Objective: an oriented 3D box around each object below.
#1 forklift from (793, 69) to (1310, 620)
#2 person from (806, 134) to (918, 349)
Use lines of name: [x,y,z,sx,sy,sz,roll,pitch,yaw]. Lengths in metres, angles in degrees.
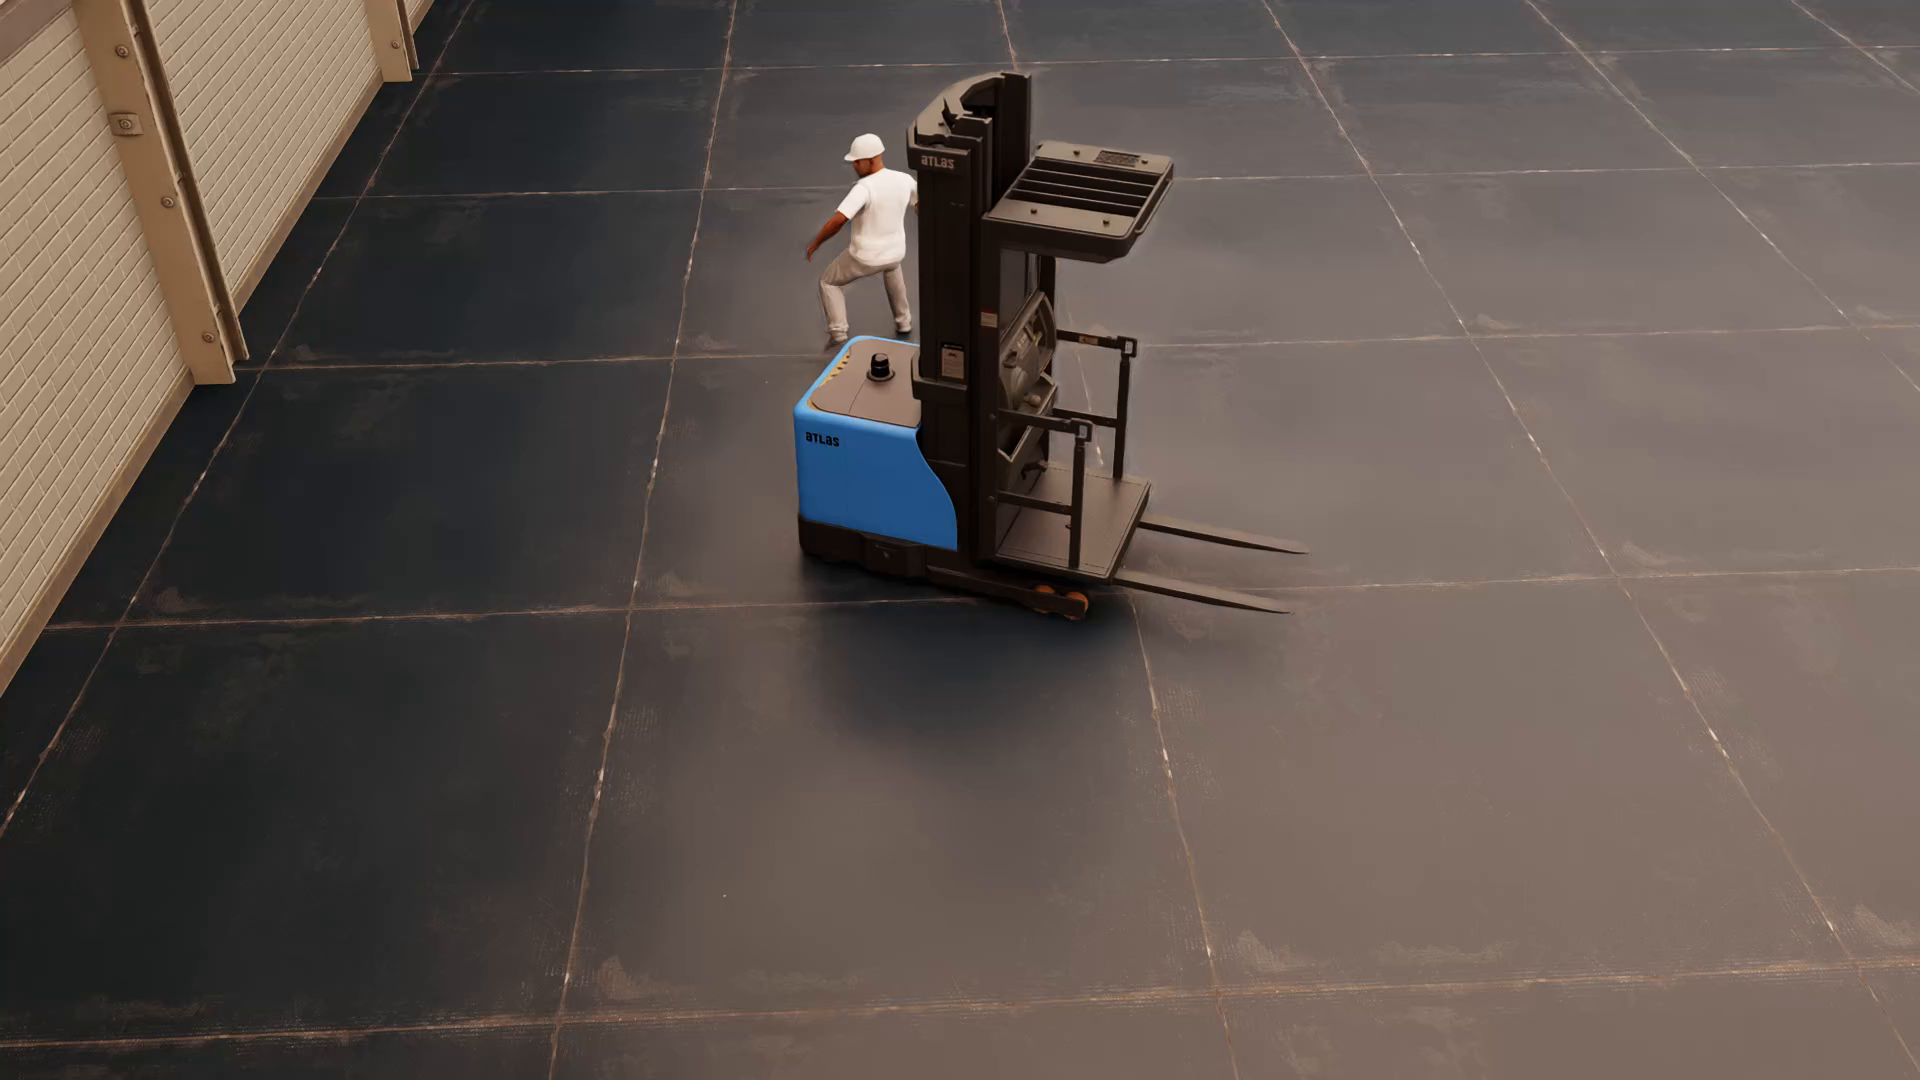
forklift: [0.576,-1.066,9.474,3.031,2.935,1.130,12,38,15]
person: [-0.599,-2.167,12.147,1.182,1.645,0.511,-22,42,-28]
